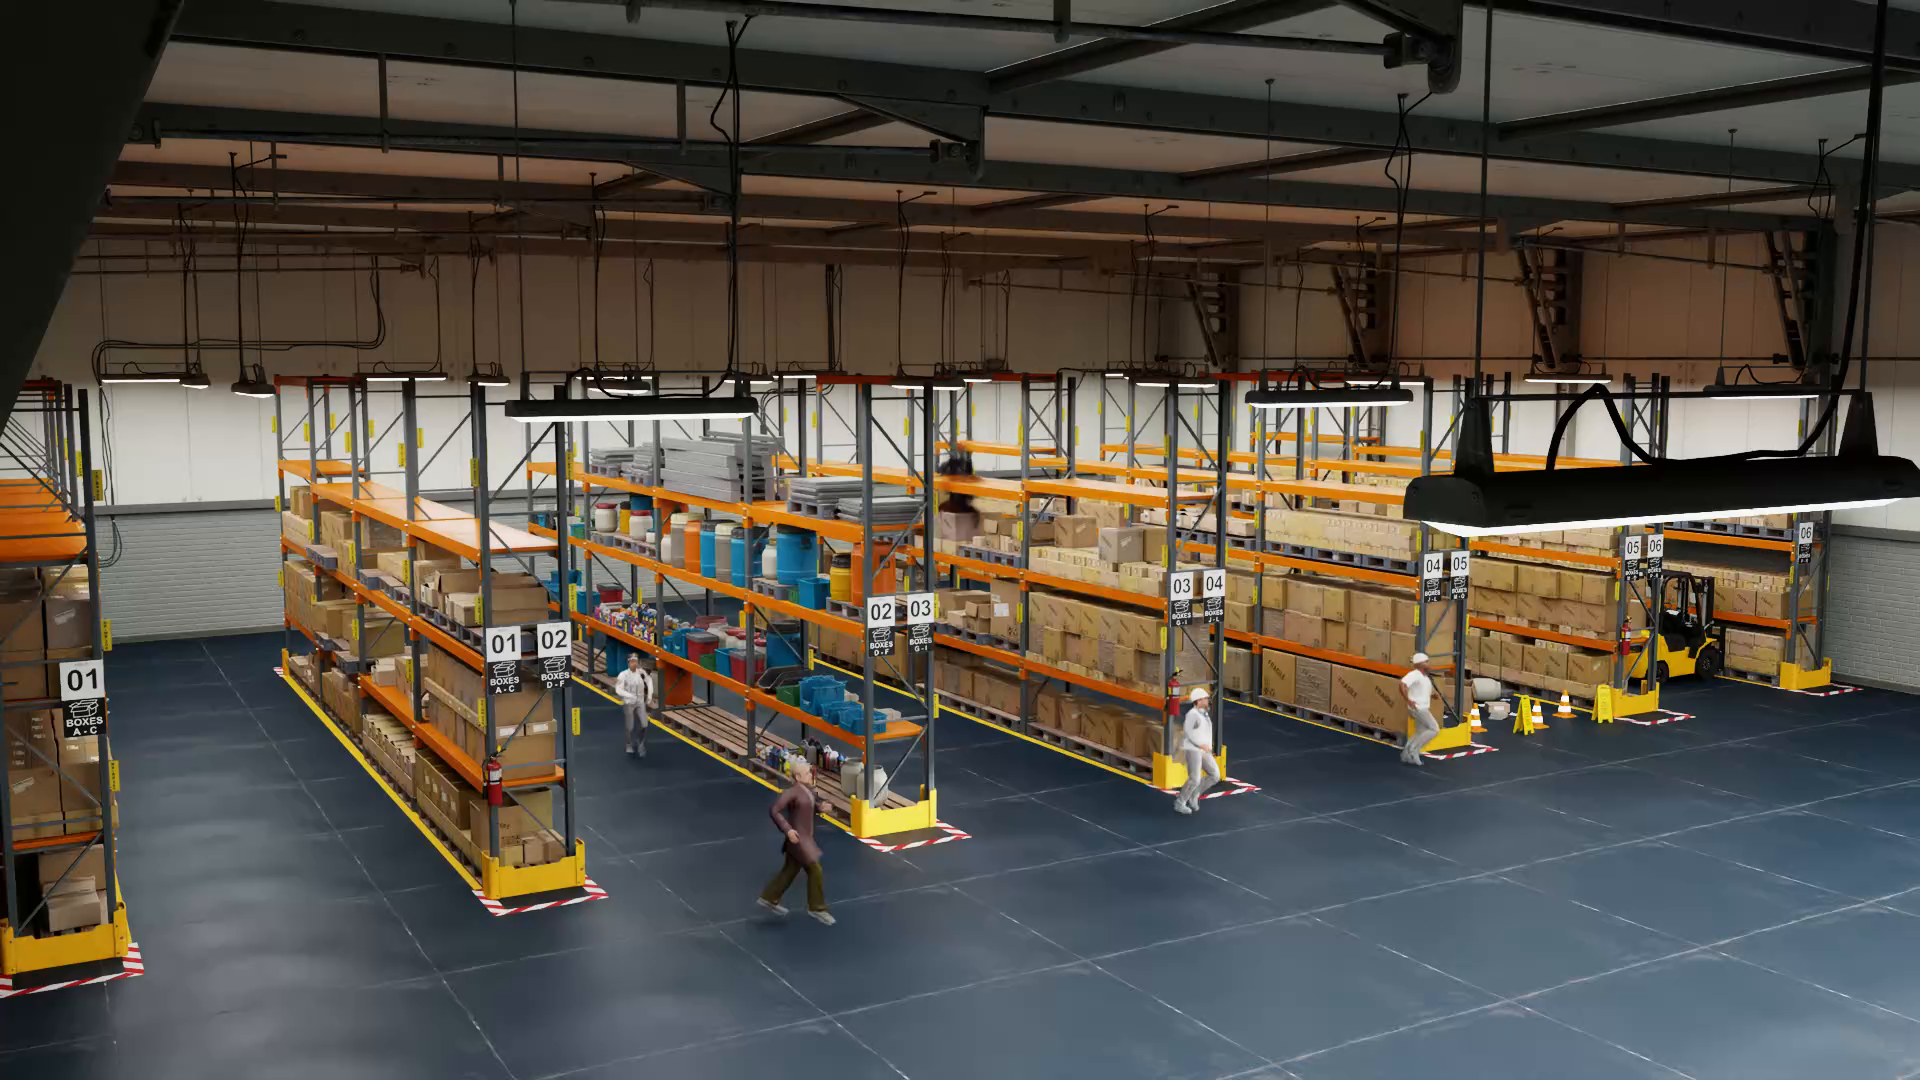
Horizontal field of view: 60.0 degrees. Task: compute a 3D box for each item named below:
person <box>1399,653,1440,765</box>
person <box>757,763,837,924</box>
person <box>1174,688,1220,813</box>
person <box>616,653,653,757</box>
[{"bbox_3d":[7.199,2.631,25.982,0.607,1.722,0.714,2,7,21],"label":"person"},{"bbox_3d":[-1.836,3.405,18.724,0.924,1.836,0.674,0,6,2],"label":"person"},{"bbox_3d":[3.368,2.931,23.262,0.581,1.703,0.713,4,8,34],"label":"person"},{"bbox_3d":[-5.139,2.622,26.373,0.643,1.708,0.660,-3,7,-26],"label":"person"}]
